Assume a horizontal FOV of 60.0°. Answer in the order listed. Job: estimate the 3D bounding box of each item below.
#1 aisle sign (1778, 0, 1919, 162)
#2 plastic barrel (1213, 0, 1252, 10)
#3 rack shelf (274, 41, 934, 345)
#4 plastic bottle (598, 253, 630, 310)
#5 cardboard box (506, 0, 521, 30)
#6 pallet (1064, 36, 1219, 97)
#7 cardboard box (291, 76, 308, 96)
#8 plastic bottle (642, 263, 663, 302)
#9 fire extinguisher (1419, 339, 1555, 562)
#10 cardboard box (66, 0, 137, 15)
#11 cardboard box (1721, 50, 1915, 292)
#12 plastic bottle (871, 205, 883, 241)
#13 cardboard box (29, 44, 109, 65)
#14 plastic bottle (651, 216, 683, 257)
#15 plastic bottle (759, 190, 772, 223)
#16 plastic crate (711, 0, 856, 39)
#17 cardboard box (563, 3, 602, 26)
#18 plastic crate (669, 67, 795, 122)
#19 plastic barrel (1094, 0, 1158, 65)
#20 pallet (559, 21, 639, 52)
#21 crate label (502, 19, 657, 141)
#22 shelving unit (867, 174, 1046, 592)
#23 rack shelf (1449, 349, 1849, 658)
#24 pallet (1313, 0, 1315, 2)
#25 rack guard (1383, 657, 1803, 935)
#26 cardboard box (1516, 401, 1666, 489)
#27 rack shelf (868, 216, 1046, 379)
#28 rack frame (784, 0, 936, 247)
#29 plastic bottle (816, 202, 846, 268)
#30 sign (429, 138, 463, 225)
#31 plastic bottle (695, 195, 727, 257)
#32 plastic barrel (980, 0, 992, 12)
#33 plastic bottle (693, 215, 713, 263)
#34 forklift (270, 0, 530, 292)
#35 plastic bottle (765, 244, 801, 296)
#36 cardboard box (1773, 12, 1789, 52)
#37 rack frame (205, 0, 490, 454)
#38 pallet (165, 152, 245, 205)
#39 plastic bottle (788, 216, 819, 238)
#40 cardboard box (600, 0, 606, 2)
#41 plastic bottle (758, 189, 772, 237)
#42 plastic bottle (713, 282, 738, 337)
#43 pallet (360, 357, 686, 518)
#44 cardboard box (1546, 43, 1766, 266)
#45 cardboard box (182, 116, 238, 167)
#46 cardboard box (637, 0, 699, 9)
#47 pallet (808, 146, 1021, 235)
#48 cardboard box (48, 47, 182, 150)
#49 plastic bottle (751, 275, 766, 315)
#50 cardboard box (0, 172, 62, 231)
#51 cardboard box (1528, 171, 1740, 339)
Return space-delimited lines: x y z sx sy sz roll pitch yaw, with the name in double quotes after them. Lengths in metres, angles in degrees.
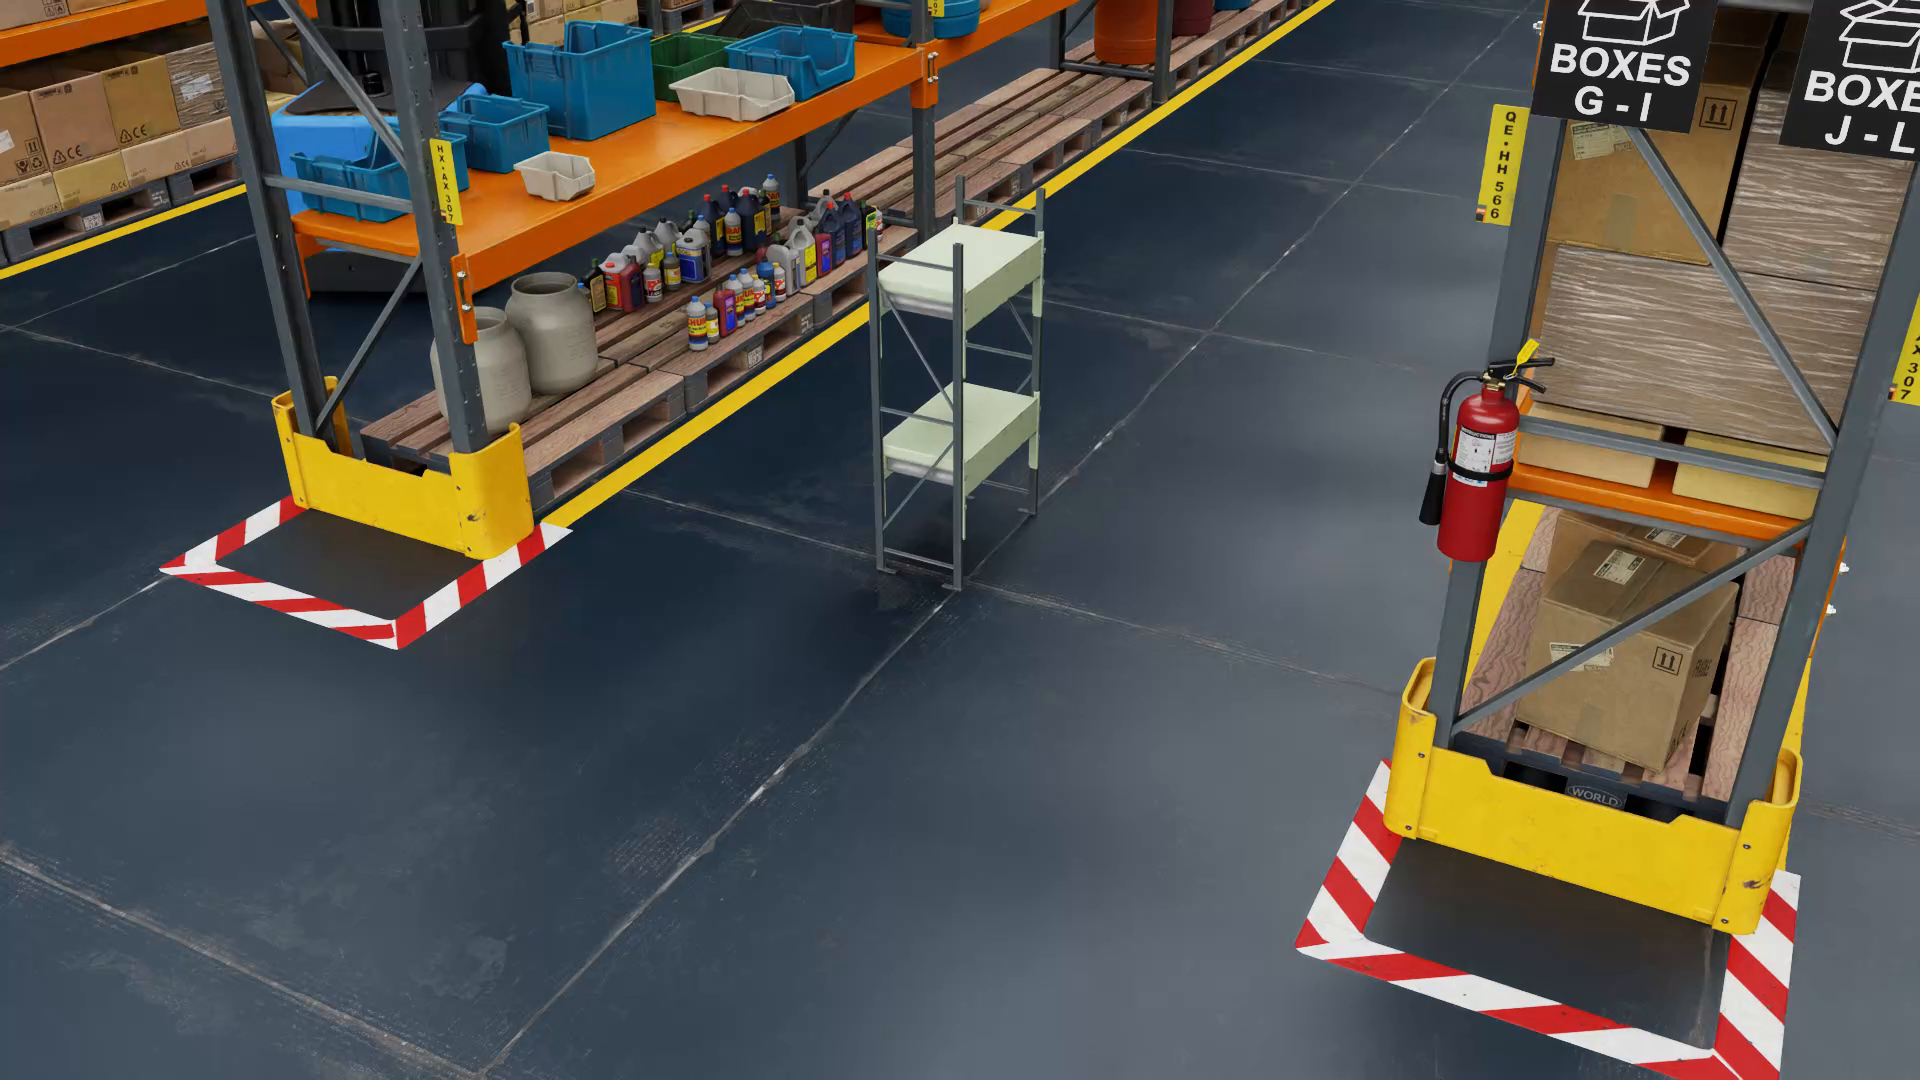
2.204 -1.277 3.851 0.394 0.787 0.004 14 33 23 "aisle sign"
2.437 -5.410 15.344 0.600 0.901 0.708 14 33 23 "plastic barrel"
-1.533 -1.944 8.345 1.077 0.370 4.000 14 33 23 "rack shelf"
-1.858 -1.398 8.965 0.152 0.276 0.135 15 33 24 "plastic bottle"
-3.920 -4.309 13.518 0.500 0.311 0.500 15 33 25 "cardboard box"
1.523 -4.065 14.117 1.003 0.211 1.213 14 33 23 "pallet"
-4.625 -3.380 12.463 0.500 0.250 0.500 13 33 22 "cardboard box"
-1.675 -1.407 9.056 0.097 0.201 0.097 0 30 0 "plastic bottle"
1.503 -0.266 4.778 0.296 0.674 0.183 14 33 23 "fire extinguisher"
-5.692 -3.656 10.504 0.700 0.500 0.500 15 33 24 "cardboard box"
2.459 -1.033 4.634 0.500 0.500 0.500 14 33 23 "cardboard box"
-0.509 -1.888 9.894 0.097 0.201 0.097 0 30 0 "plastic bottle"
-5.975 -3.005 11.056 0.500 0.500 0.500 14 33 23 "cardboard box"
-1.638 -1.648 9.327 0.144 0.351 0.185 14 33 23 "plastic bottle"
-1.203 -2.033 10.146 0.097 0.201 0.097 0 30 0 "plastic bottle"
-0.973 -2.912 9.371 0.767 0.338 0.504 14 33 23 "plastic crate"
-3.461 -4.513 14.436 0.500 0.250 0.500 14 33 23 "cardboard box"
-1.136 -2.251 8.422 0.530 0.136 0.437 14 33 23 "plastic crate"
1.408 -4.377 13.618 0.600 0.830 0.708 14 33 23 "plastic barrel"
-3.617 -4.475 14.832 1.003 0.211 1.213 14 33 23 "pallet"
-1.846 -2.262 8.141 0.502 0.435 0.616 14 33 23 "crate label"
-0.003 -0.647 6.871 0.431 1.500 0.755 14 33 23 "shelving unit"
2.877 -0.820 6.388 1.077 0.370 4.000 14 33 23 "rack shelf"
3.323 -5.814 17.163 1.003 0.211 1.213 14 33 23 "pallet"
2.000 0.805 5.346 1.175 0.500 0.348 14 33 23 "rack guard"
1.912 -0.310 5.029 0.380 0.149 0.250 14 33 23 "cardboard box"
-0.003 -0.986 6.677 0.431 0.370 0.720 14 33 23 "rack shelf"
-0.622 -3.142 9.710 1.000 3.000 0.127 14 33 23 "rack frame"
-0.746 -1.748 9.501 0.144 0.351 0.185 13 32 21 "plastic bottle"
-1.956 -1.362 6.332 0.100 0.325 0.005 14 33 23 "sign"
-1.445 -1.837 9.655 0.144 0.351 0.185 13 32 21 "plastic bottle"
0.009 -3.576 10.328 0.433 0.535 0.433 0 30 0 "plastic barrel"
-1.478 -1.729 9.546 0.097 0.271 0.097 0 30 0 "plastic bottle"
-3.275 -3.395 10.218 1.130 2.935 3.031 1 30 2 "forklift"
-0.970 -1.502 9.146 0.152 0.276 0.135 15 33 24 "plastic bottle"
2.684 -1.815 5.995 0.500 0.500 0.500 14 33 23 "cardboard box"
-2.444 -1.369 6.622 1.000 3.000 0.127 14 33 23 "rack frame"
-5.429 -2.715 11.766 1.003 0.211 1.213 14 33 23 "pallet"
-0.889 -1.738 9.558 0.152 0.276 0.135 14 33 23 "plastic bottle"
-3.227 -4.986 14.696 0.500 0.311 0.500 15 33 25 "cardboard box"
-1.185 -1.940 9.902 0.061 0.283 0.133 14 33 23 "plastic bottle"
-1.221 -1.211 8.633 0.061 0.283 0.133 15 33 24 "plastic bottle"
-2.076 -0.563 8.018 1.003 0.211 1.213 14 33 23 "pallet"
1.996 -1.151 4.839 0.500 0.500 0.500 14 33 23 "cardboard box"
-5.283 -2.783 11.423 0.500 0.250 0.500 14 33 23 "cardboard box"
-2.745 -5.285 15.509 0.500 0.500 0.500 16 33 25 "cardboard box"
-0.298 -2.290 11.026 1.003 0.211 1.213 14 33 23 "pallet"
-5.509 -2.886 10.850 0.500 0.500 0.500 14 33 23 "cardboard box"
-1.094 -1.320 8.904 0.097 0.201 0.097 0 30 0 "plastic bottle"
-5.957 -2.115 10.261 0.500 0.250 0.500 14 33 23 "cardboard box"
2.361 -0.904 5.413 0.875 0.500 0.500 14 33 23 "cardboard box"
